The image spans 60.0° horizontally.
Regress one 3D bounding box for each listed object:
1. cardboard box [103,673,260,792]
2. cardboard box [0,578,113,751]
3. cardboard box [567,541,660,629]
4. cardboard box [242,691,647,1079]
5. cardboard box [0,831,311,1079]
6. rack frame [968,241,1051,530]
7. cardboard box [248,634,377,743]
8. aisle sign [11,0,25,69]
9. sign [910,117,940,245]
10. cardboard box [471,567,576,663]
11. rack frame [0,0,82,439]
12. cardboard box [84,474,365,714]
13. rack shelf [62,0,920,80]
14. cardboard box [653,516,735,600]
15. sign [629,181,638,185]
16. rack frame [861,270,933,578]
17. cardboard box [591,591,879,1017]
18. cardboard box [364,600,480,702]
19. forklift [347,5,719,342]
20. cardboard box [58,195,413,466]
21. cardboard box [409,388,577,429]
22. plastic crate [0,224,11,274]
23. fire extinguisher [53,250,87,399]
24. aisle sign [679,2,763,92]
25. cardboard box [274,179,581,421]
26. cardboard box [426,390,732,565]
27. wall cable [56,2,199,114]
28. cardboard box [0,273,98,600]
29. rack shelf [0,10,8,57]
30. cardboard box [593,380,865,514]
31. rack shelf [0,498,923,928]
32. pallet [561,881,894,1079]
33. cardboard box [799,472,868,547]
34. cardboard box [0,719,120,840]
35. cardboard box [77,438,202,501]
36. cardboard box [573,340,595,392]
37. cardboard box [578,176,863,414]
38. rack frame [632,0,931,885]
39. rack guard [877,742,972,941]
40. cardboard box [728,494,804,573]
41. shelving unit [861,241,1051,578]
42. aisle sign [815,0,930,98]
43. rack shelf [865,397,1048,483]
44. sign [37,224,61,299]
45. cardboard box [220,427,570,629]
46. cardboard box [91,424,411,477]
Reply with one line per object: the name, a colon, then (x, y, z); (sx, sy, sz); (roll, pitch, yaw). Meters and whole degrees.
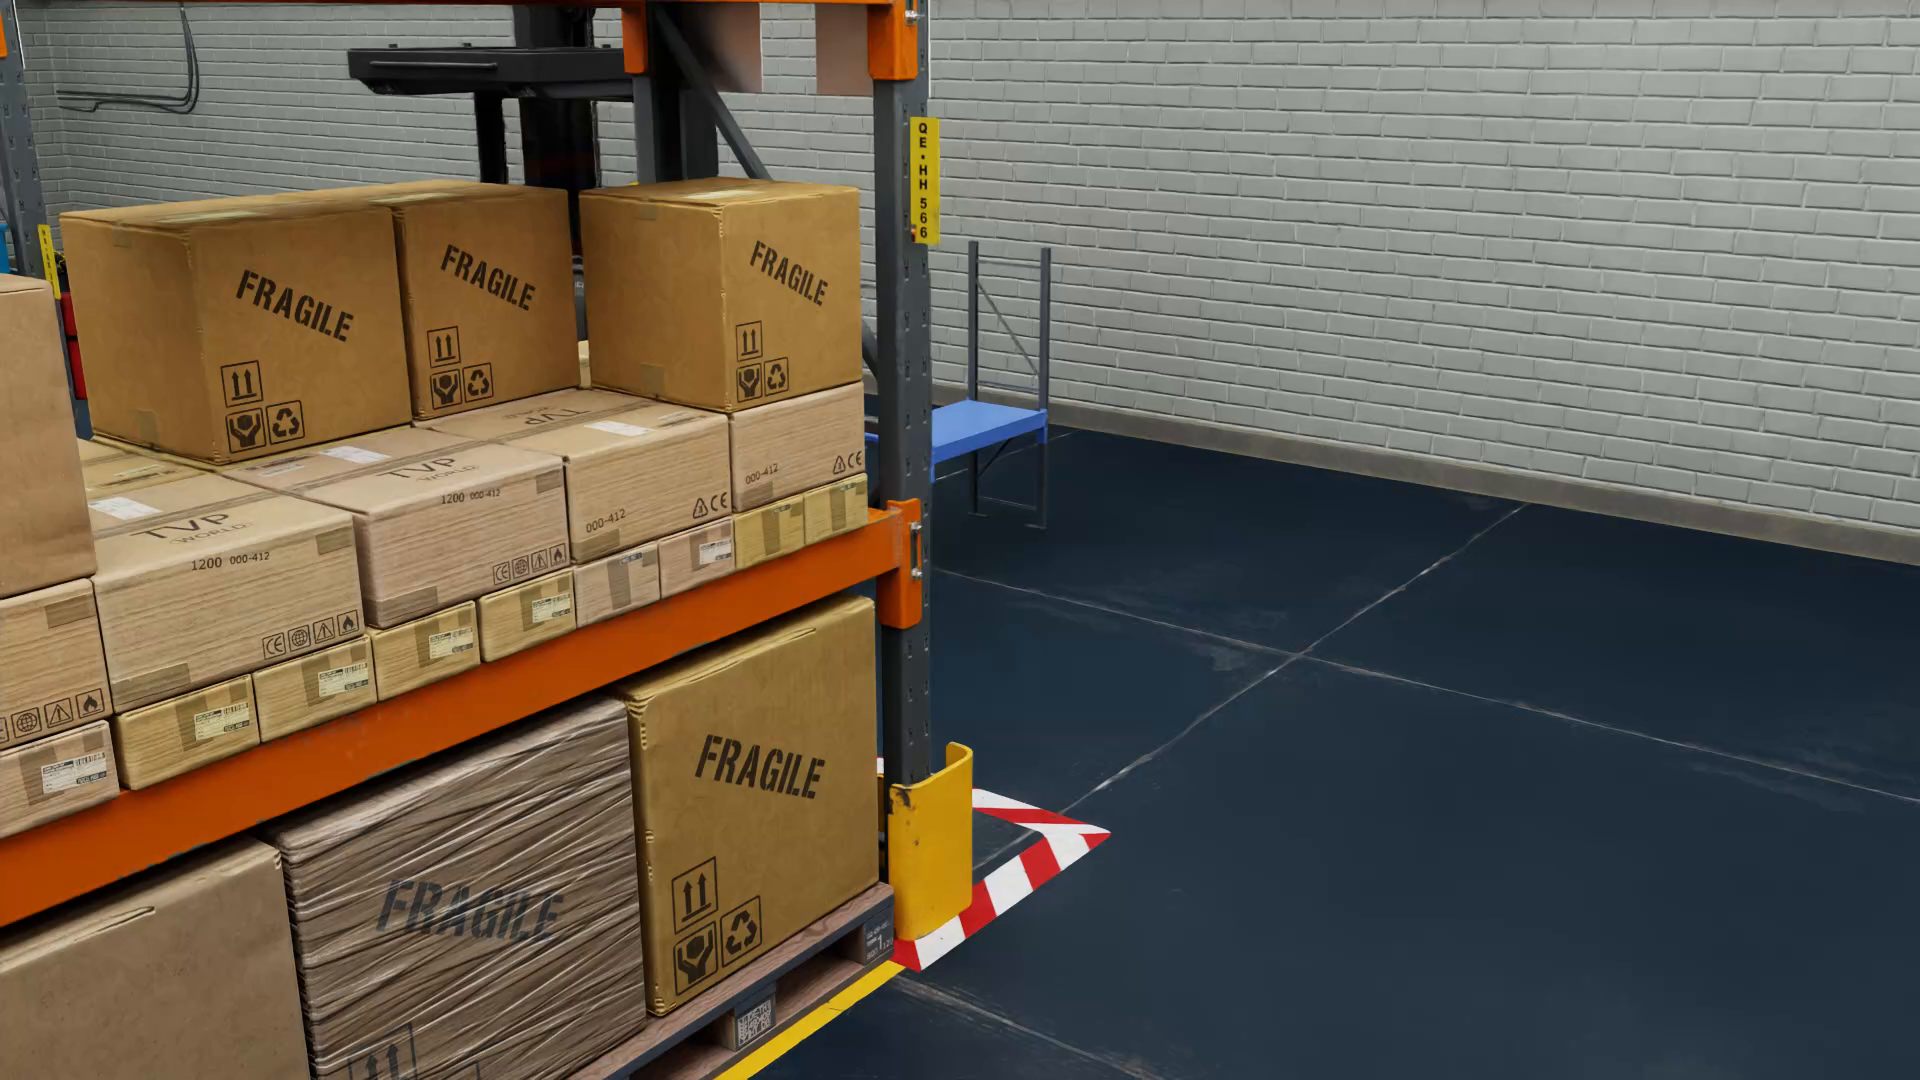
cardboard box: (-1.535, 0.313, 3.101); (0.380, 0.149, 0.250); (12, 21, 33)
cardboard box: (-1.811, 0.198, 2.799); (0.500, 0.250, 0.500); (13, 22, 36)
cardboard box: (-0.924, 0.068, 3.891); (0.380, 0.149, 0.250); (13, 21, 36)
cardboard box: (-1.381, 0.821, 3.916); (0.875, 0.875, 0.875); (12, 21, 35)
cardboard box: (-1.912, 1.033, 3.234); (0.875, 0.875, 0.875); (12, 21, 35)
rack frame: (0.255, -0.818, 8.848); (0.500, 1.500, 0.032); (12, 21, 34)
cardboard box: (-1.381, 0.251, 3.302); (0.380, 0.149, 0.250); (13, 21, 36)
aisle sign: (-4.222, -2.458, 7.219); (0.394, 0.787, 0.004); (12, 21, 35)
sign: (-0.095, -0.943, 4.372); (0.100, 0.325, 0.005); (12, 21, 35)
cardboard box: (-1.077, 0.130, 3.691); (0.380, 0.149, 0.250); (12, 21, 33)
rack frame: (-4.500, -1.252, 7.716); (1.000, 3.000, 0.127); (12, 21, 35)
cardboard box: (-1.511, 0.082, 3.172); (0.500, 0.250, 0.500); (12, 21, 35)
rack shelf: (-1.714, -0.989, 3.026); (1.077, 0.370, 4.000); (12, 21, 35)
cardboard box: (-0.775, 0.009, 4.081); (0.380, 0.149, 0.250); (12, 21, 35)
sign: (-0.964, -0.927, 5.078); (0.100, 0.325, 0.005); (12, 21, 35)
rack frame: (-0.345, -0.574, 8.064); (0.500, 1.500, 0.032); (12, 21, 34)
cardboard box: (-0.839, 0.604, 4.614); (0.875, 0.875, 0.875); (12, 21, 35)
cardboard box: (-1.231, 0.192, 3.491); (0.380, 0.149, 0.250); (13, 21, 35)
forklift: (-1.781, -1.018, 7.079); (1.130, 2.935, 3.031); (11, 20, 31)
cardboard box: (-1.627, -0.495, 3.766); (0.500, 0.500, 0.500); (12, 21, 33)
cardboard box: (-1.329, -0.255, 4.259); (0.500, 0.250, 0.500); (12, 21, 34)
plastic crate: (-4.549, -1.184, 7.339); (0.616, 0.435, 0.499); (12, 21, 35)
fire extinguisher: (-4.045, -0.992, 7.640); (0.296, 0.674, 0.183); (12, 21, 35)
aisle sign: (-0.720, -1.688, 4.738); (0.394, 0.787, 0.004); (12, 21, 35)
cardboard box: (-1.323, -0.619, 4.167); (0.500, 0.500, 0.500); (12, 21, 33)
cardboard box: (-0.901, -0.164, 3.965); (0.500, 0.250, 0.500); (12, 21, 34)
wall cable: (-8.799, -5.668, 17.059); (3.097, 2.526, 0.112); (12, 21, 35)
cardboard box: (-1.809, -0.162, 2.694); (0.500, 0.500, 0.500); (12, 21, 33)
rack shelf: (-5.692, -1.864, 5.844); (1.077, 0.370, 4.000); (12, 21, 35)
cardboard box: (-0.598, -0.284, 4.353); (0.500, 0.250, 0.500); (12, 21, 34)
rack shelf: (-1.714, 0.444, 3.471); (1.077, 0.370, 4.000); (12, 21, 35)
pallet: (-0.936, 1.160, 4.654); (1.003, 0.211, 1.213); (12, 21, 35)
cardboard box: (-0.470, -0.113, 4.475); (0.380, 0.149, 0.250); (13, 21, 36)
cardboard box: (-1.690, 0.376, 2.899); (0.380, 0.149, 0.250); (13, 21, 35)
cardboard box: (-1.938, -0.011, 3.473); (0.500, 0.250, 0.500); (12, 21, 34)
cardboard box: (-1.025, -0.380, 4.662); (0.500, 0.250, 0.500); (12, 21, 33)
cardboard box: (-0.601, -0.642, 4.242); (0.500, 0.500, 0.500); (13, 21, 35)
rack frame: (-0.522, -0.376, 4.898); (1.000, 3.000, 0.127); (12, 21, 35)
rack guard: (-0.508, 0.812, 5.287); (1.175, 0.500, 0.348); (12, 21, 35)
cardboard box: (-0.623, -0.051, 4.274); (0.380, 0.149, 0.250); (13, 21, 35)
shelving unit: (-0.045, -0.696, 8.456); (0.538, 1.500, 1.048); (12, 21, 34)
aisle sign: (-0.238, -1.582, 4.397); (0.394, 0.787, 0.004); (12, 21, 35)
rack shelf: (-0.045, -0.524, 8.509); (0.538, 0.185, 1.000); (12, 21, 34)
sign: (-4.048, -1.236, 7.392); (0.100, 0.325, 0.005); (12, 21, 35)
cardboard box: (-1.203, -0.043, 3.574); (0.500, 0.250, 0.500); (12, 21, 33)
cardboard box: (-1.632, -0.136, 3.876); (0.500, 0.250, 0.500); (12, 21, 33)
